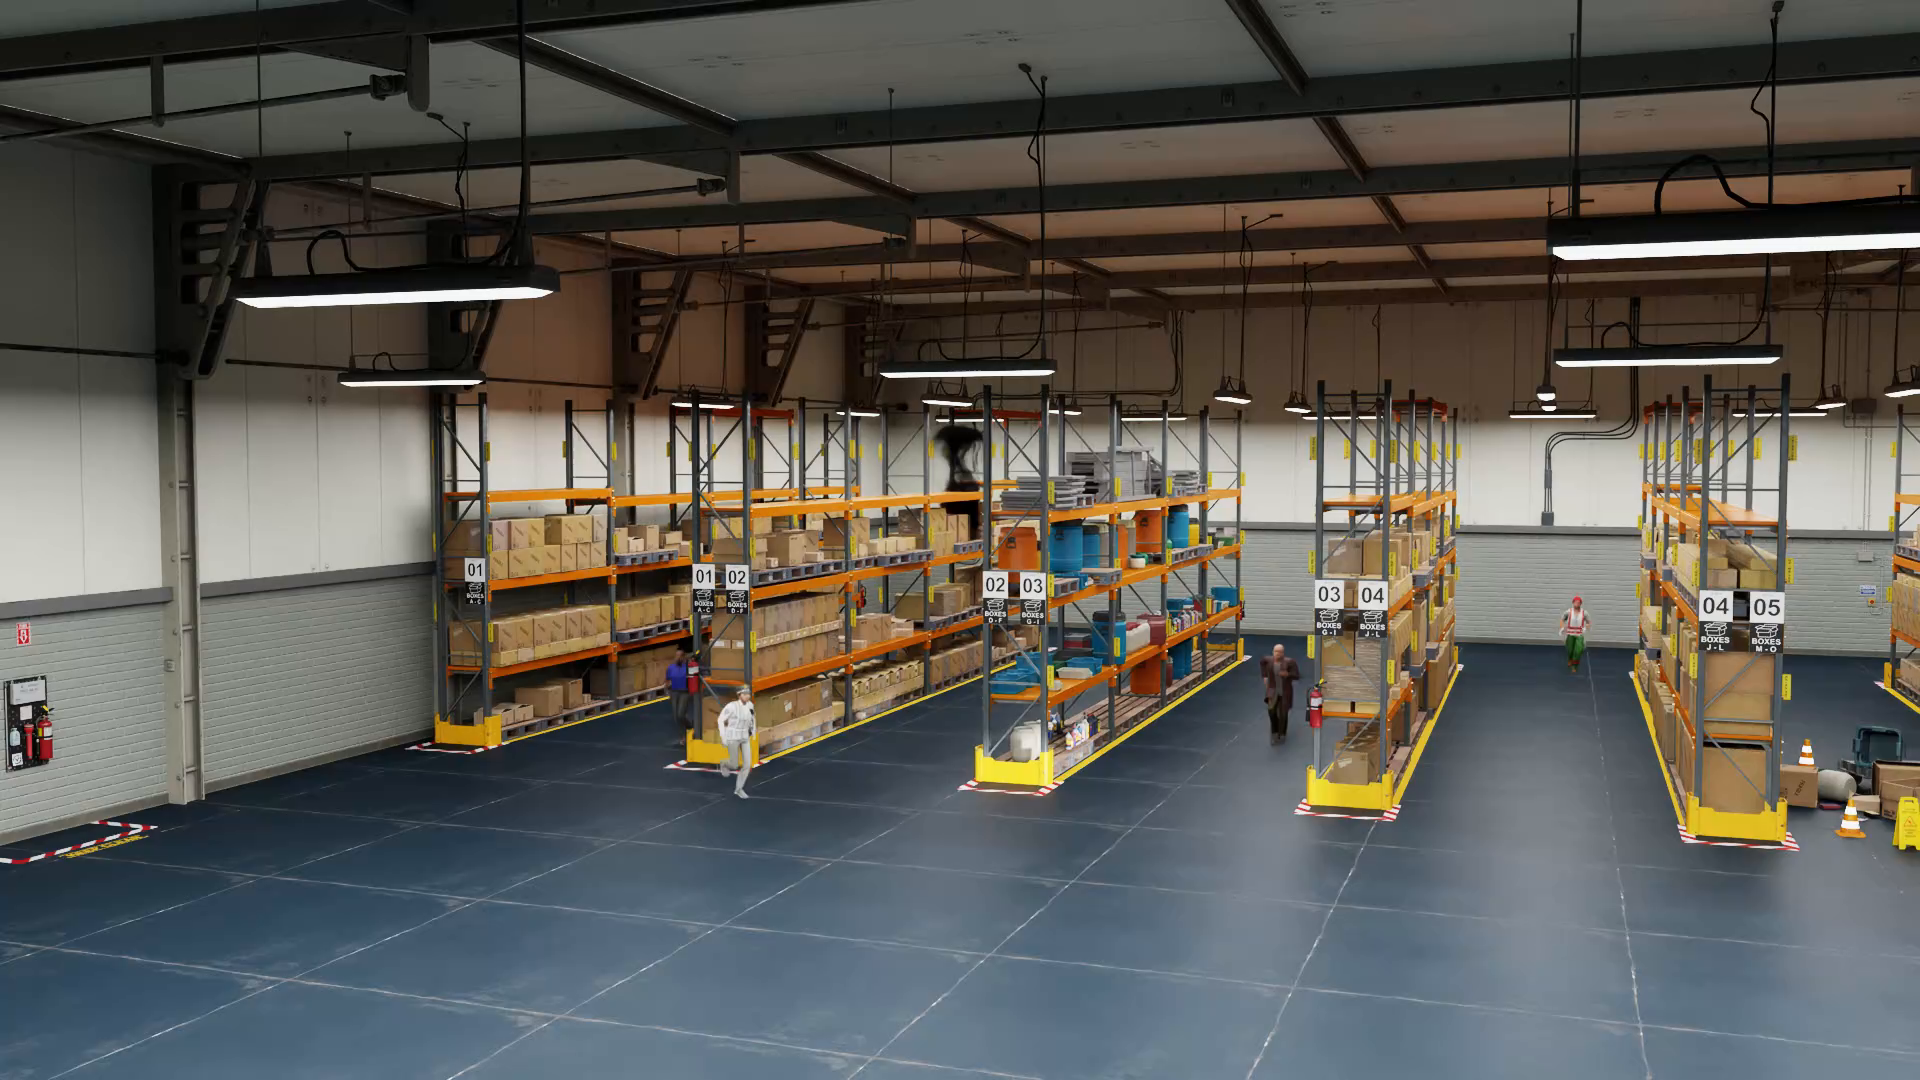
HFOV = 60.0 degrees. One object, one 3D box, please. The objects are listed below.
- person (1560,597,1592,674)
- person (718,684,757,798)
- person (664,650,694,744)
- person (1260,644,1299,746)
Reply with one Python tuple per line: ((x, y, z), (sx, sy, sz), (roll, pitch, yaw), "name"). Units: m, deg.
((13.863, 2.147, 37.443), (0.682, 1.736, 0.606), (1, 3, 20), "person")
((-3.269, 2.911, 24.296), (0.640, 1.664, 0.714), (-2, 4, -38), "person")
((-4.784, 2.682, 28.312), (0.558, 1.621, 0.562), (1, 3, 10), "person")
((5.434, 2.622, 28.310), (0.691, 1.737, 0.989), (1, 3, 15), "person")
